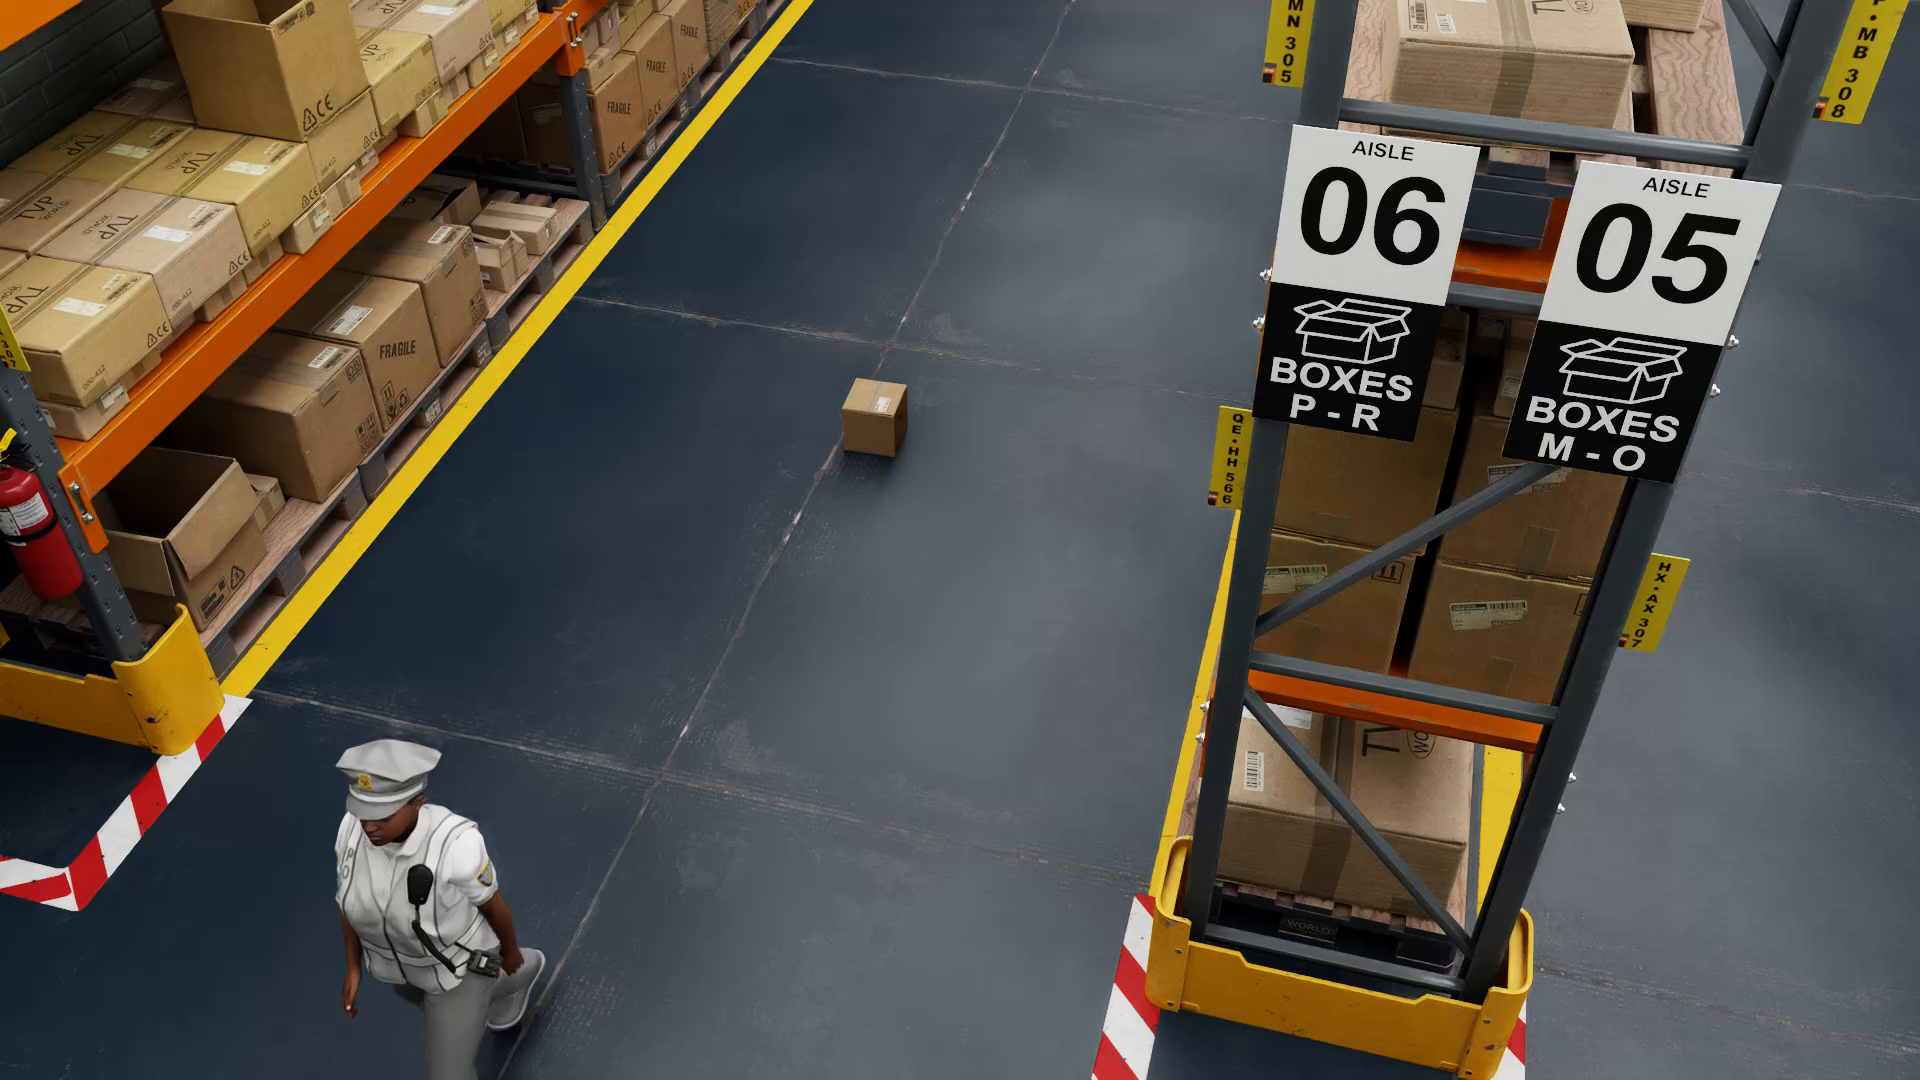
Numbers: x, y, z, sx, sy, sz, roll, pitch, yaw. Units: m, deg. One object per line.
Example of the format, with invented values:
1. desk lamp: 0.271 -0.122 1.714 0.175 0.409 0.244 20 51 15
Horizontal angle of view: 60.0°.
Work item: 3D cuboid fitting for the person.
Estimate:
1. person: -1.517 1.174 4.794 0.441 1.641 0.937 12 43 13
